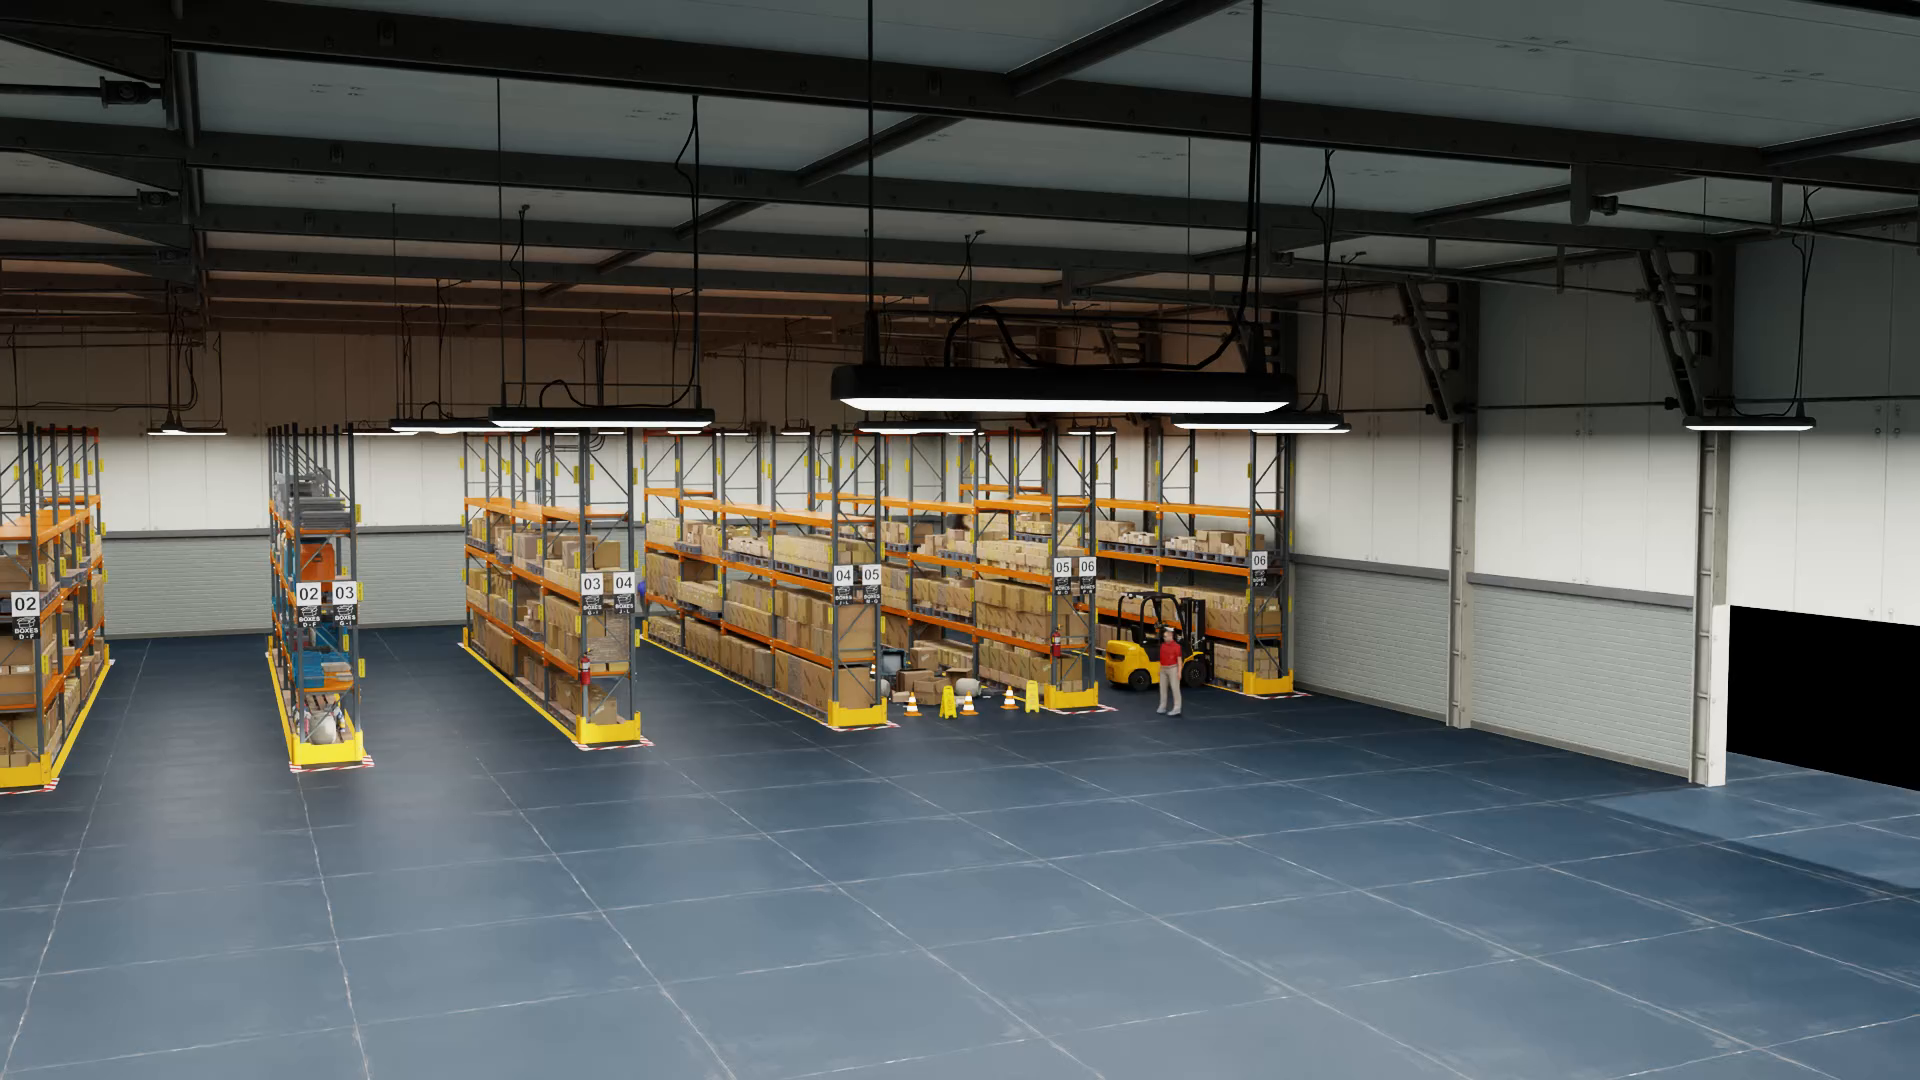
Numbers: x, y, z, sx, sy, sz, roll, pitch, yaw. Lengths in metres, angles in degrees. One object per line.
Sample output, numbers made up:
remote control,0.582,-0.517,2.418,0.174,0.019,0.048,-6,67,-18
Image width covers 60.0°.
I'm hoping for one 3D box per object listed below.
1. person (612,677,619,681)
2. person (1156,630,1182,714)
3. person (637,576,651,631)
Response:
person,-8.306,2.528,39.469,0.414,1.558,0.816,-2,4,-26
person,4.323,2.742,34.571,0.585,1.730,0.433,3,5,45
person,-9.517,1.847,49.988,0.405,1.667,0.776,1,4,20
